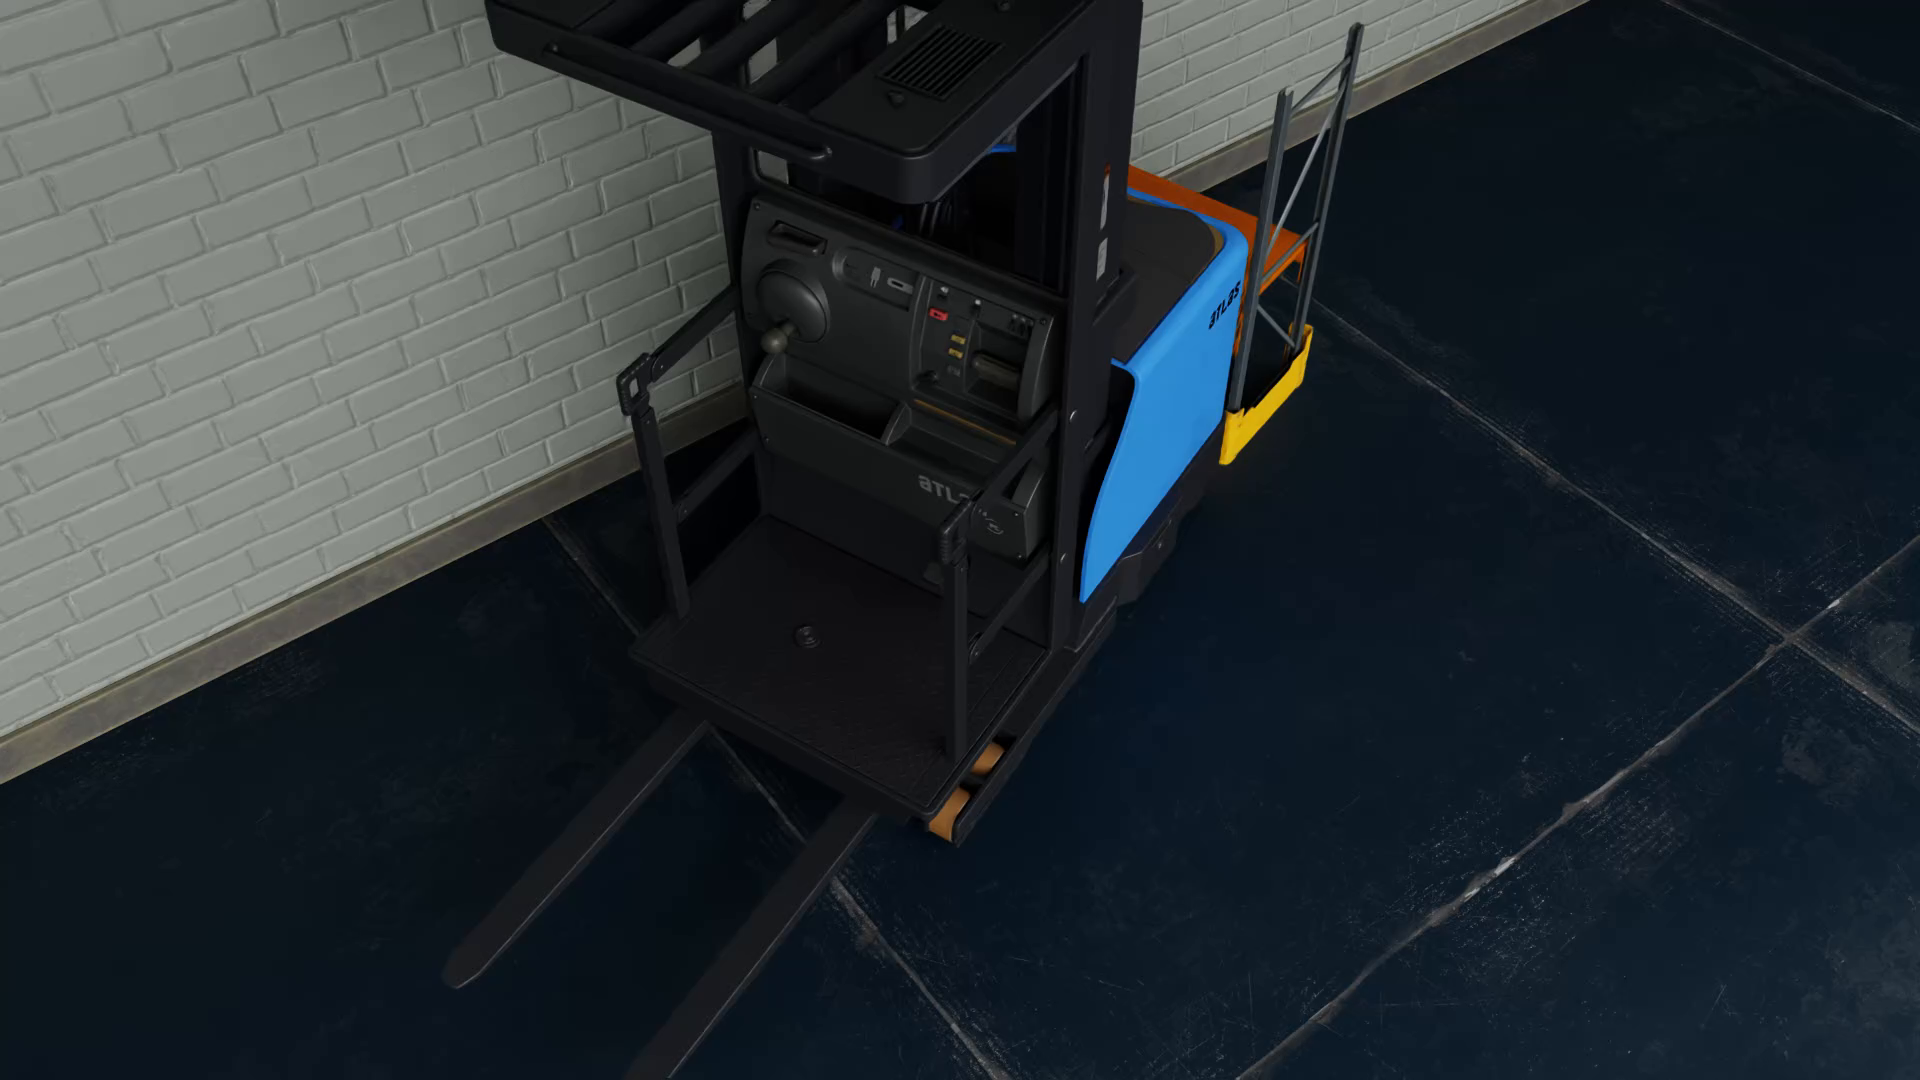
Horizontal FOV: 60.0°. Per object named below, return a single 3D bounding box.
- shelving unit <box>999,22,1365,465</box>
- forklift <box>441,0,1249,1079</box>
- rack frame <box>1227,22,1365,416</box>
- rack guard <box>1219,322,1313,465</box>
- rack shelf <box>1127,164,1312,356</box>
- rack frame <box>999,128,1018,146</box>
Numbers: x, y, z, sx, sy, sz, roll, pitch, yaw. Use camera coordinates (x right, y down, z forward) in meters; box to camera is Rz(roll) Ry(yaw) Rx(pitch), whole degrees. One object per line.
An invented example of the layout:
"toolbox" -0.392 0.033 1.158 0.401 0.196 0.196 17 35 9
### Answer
"shelving unit" 0.700 -1.179 5.807 1.083 1.500 0.587 29 54 24
"forklift" -0.291 -0.494 4.220 1.130 2.935 3.031 25 52 21
"rack frame" 1.102 -0.959 5.607 0.032 1.500 0.500 29 54 24
"rack guard" 1.101 -0.540 6.071 0.087 0.250 0.587 29 54 24
"rack shelf" 0.693 -1.062 5.943 1.000 0.185 0.538 29 54 24
"rack frame" 0.284 -1.407 6.013 0.032 1.500 0.500 29 54 24
